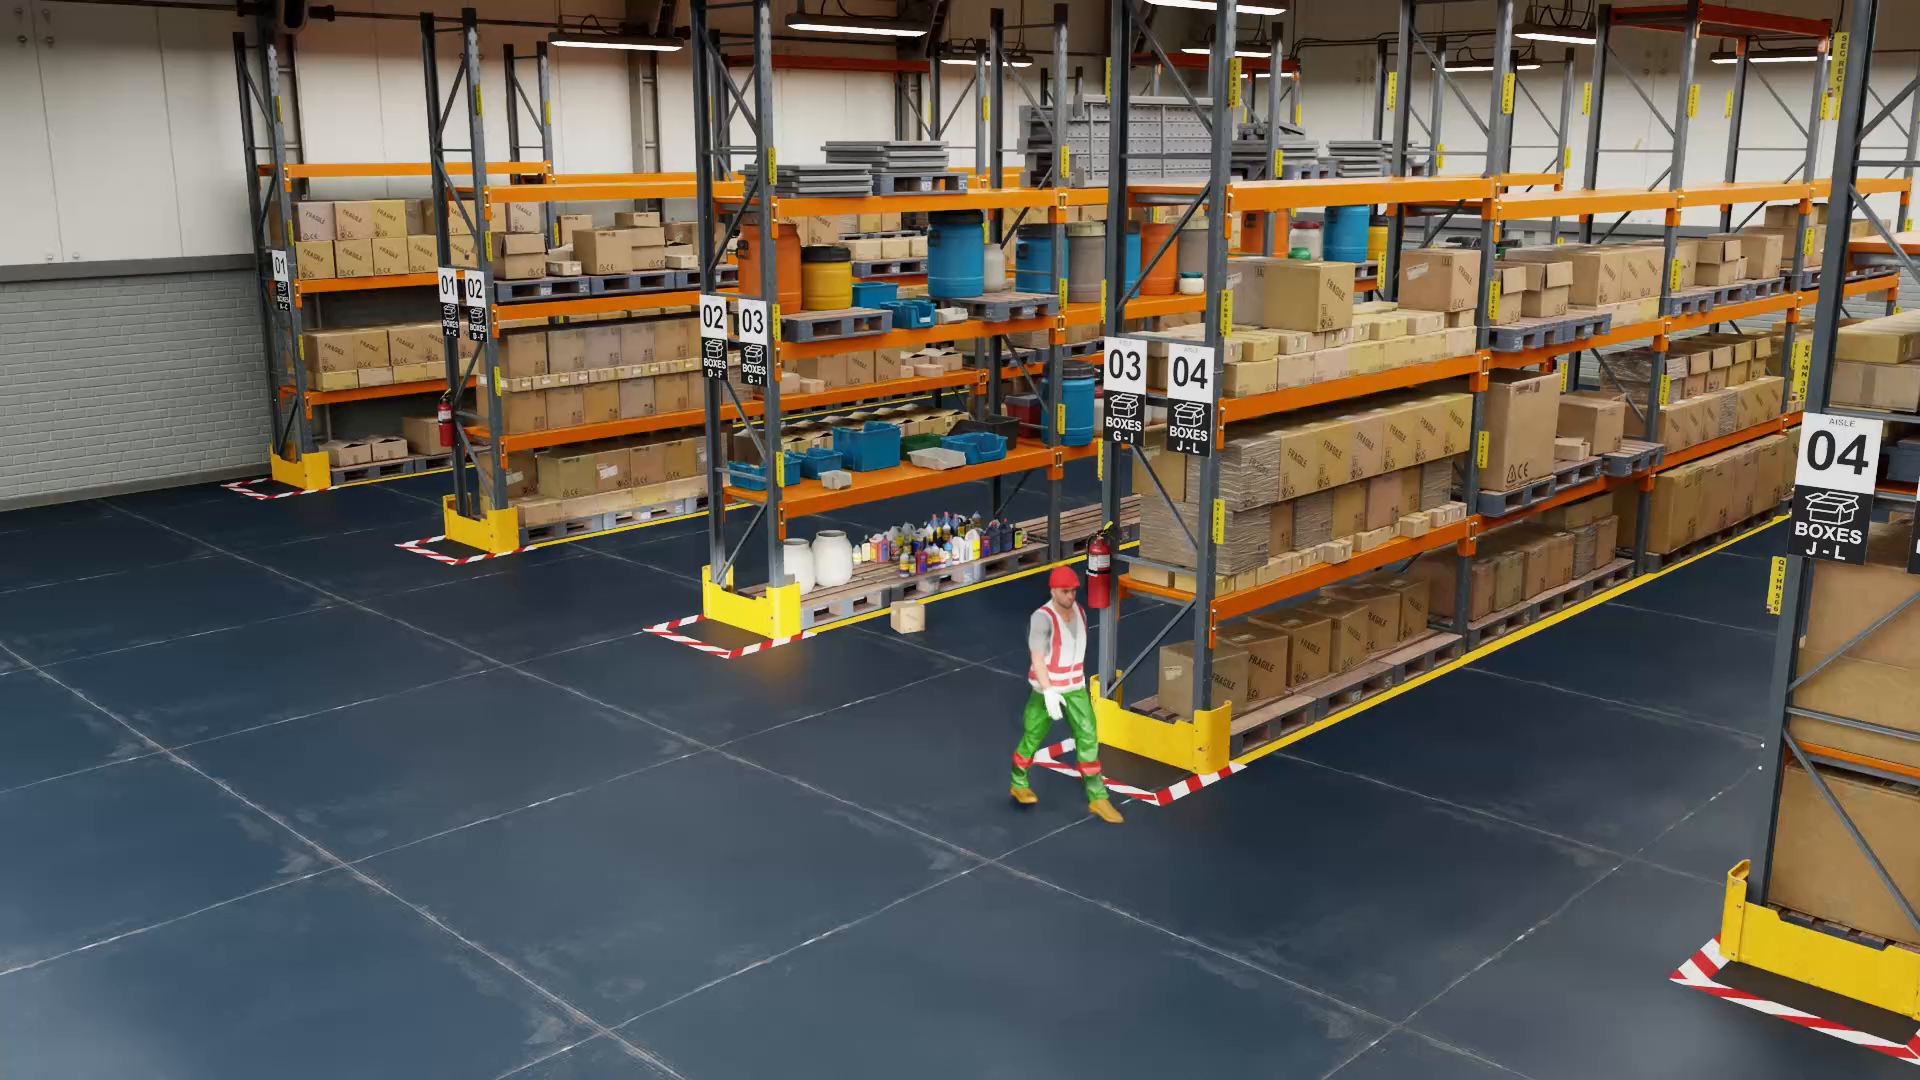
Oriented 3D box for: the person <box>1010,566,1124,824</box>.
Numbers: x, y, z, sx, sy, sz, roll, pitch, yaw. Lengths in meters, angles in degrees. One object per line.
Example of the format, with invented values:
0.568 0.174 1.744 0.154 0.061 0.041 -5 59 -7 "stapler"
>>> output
0.744 1.046 11.559 0.715 1.766 0.891 -11 17 -38 "person"
